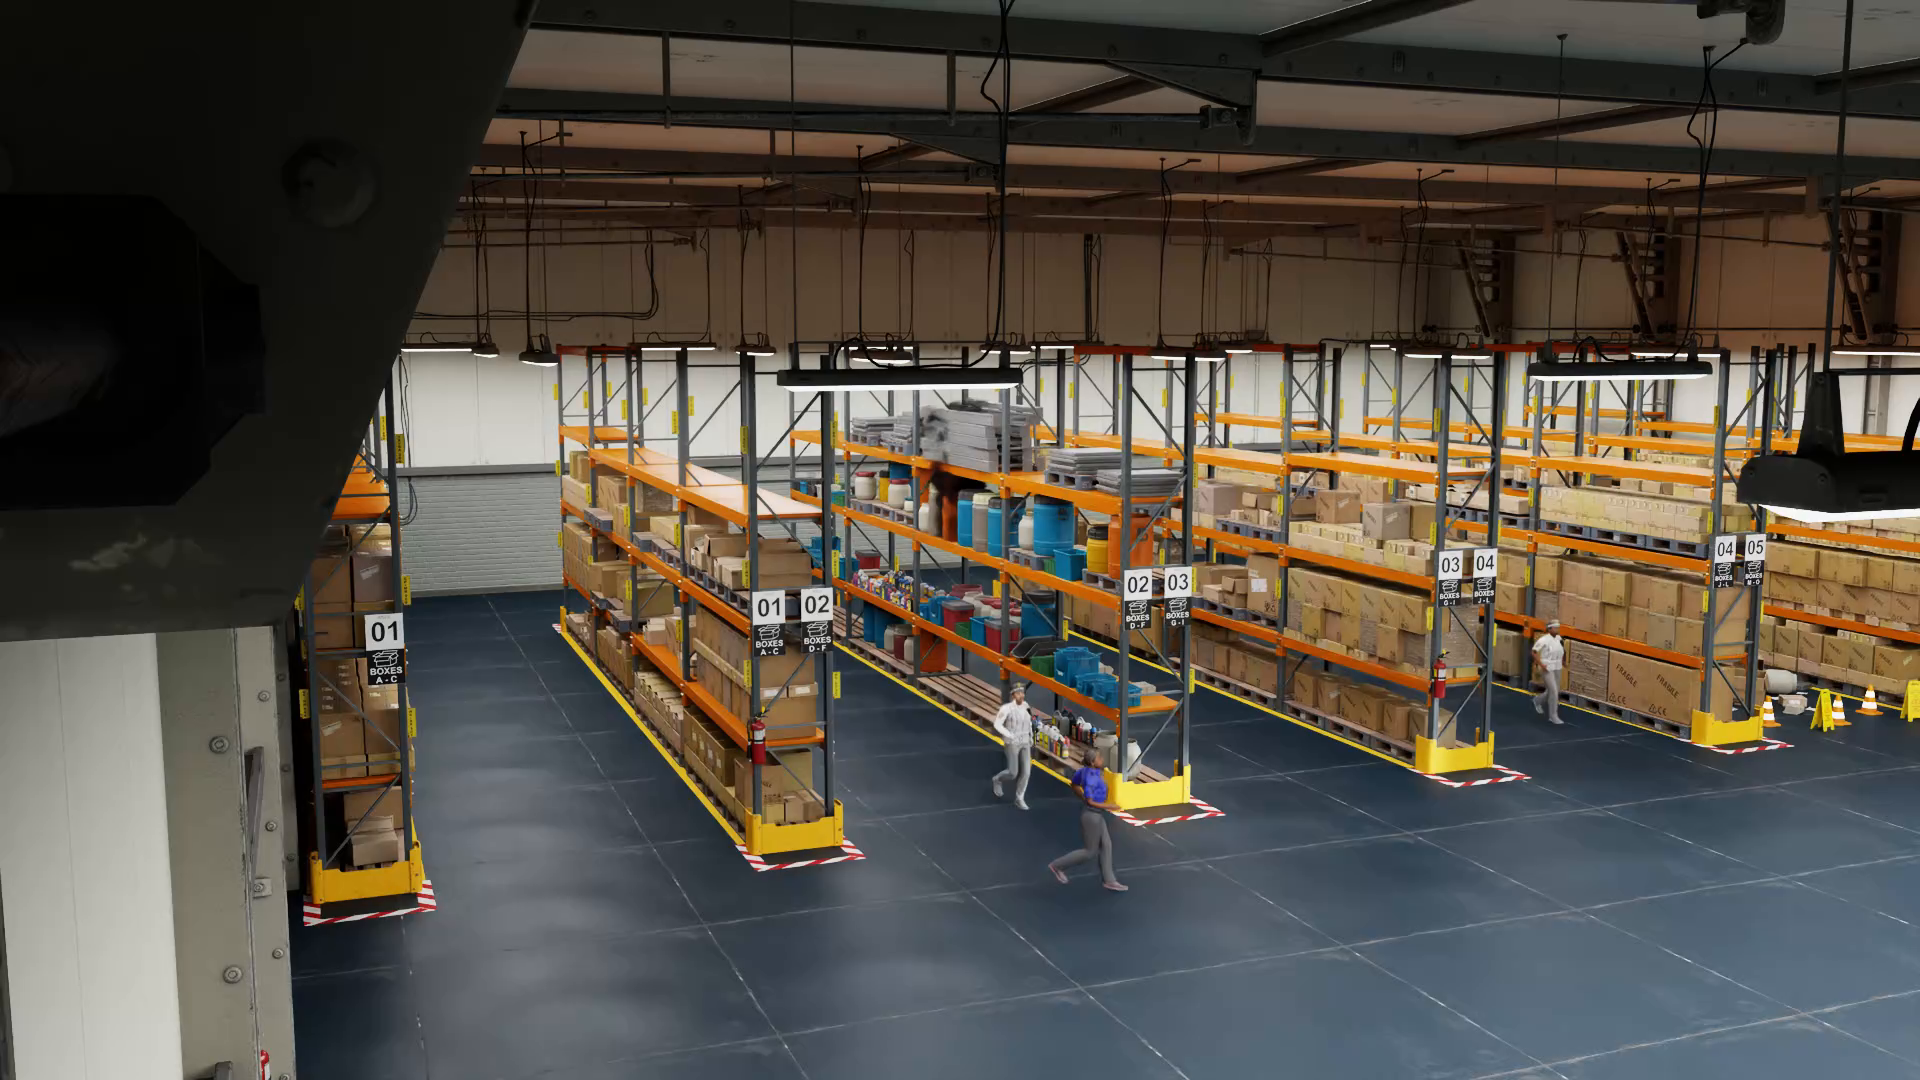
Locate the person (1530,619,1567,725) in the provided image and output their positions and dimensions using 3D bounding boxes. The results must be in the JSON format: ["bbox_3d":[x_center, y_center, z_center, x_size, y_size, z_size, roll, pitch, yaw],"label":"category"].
[{"bbox_3d":[9.520,2.093,26.872,0.600,1.684,0.709,-3,8,-25],"label":"person"}]

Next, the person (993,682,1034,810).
[{"bbox_3d":[0.727,2.718,22.162,0.633,1.704,0.645,-4,8,-30],"label":"person"}]

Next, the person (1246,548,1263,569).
[{"bbox_3d":[6.337,0.990,35.190,0.662,1.820,0.796,-2,8,-18],"label":"person"}]

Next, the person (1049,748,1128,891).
[{"bbox_3d":[1.449,3.148,18.687,0.902,1.647,0.587,0,7,1],"label":"person"}]
